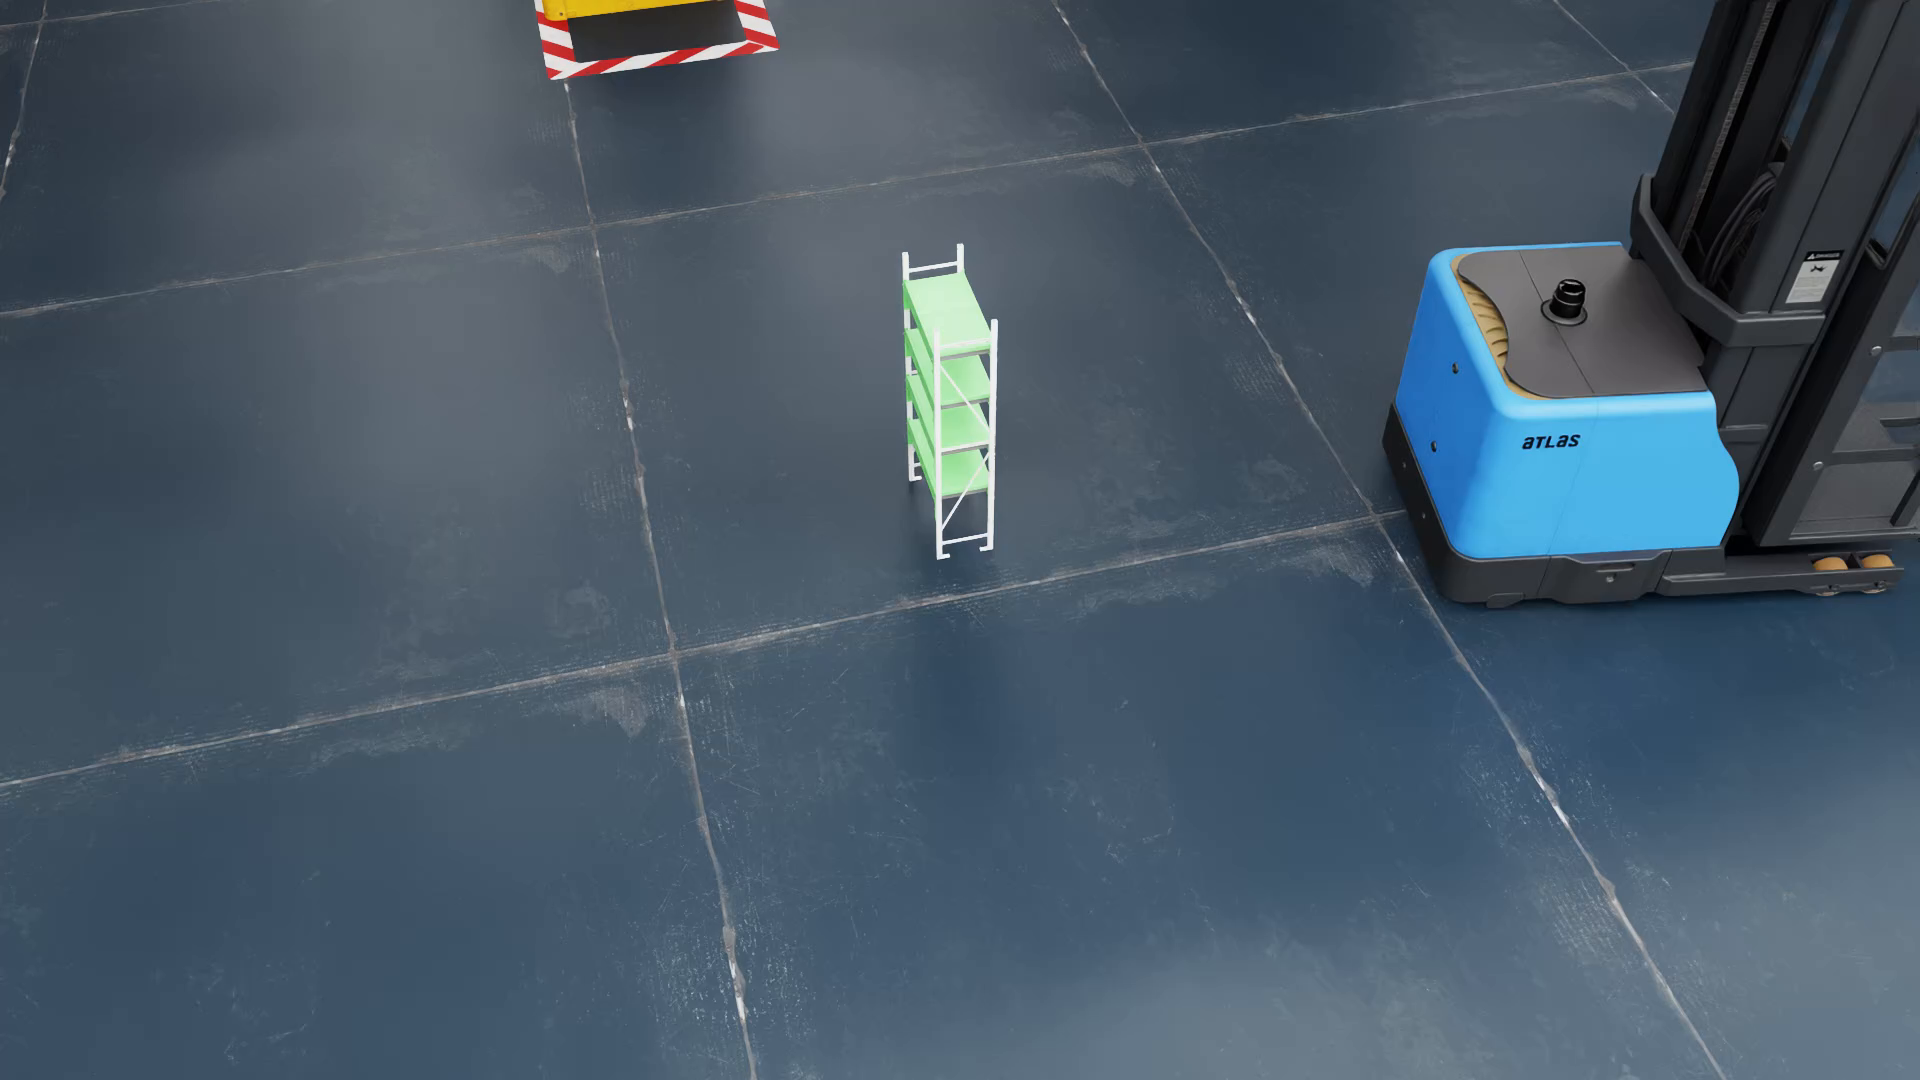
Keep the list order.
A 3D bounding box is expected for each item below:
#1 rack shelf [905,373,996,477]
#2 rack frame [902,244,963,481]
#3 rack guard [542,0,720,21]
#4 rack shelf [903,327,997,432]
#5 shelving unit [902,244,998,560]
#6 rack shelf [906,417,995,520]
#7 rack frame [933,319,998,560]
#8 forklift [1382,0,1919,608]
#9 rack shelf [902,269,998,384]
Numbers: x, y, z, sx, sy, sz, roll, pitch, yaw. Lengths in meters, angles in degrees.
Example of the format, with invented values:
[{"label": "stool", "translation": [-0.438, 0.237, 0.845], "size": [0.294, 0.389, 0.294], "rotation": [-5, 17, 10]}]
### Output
[{"label": "rack shelf", "translation": [-0.042, -0.490, 6.730], "size": [0.258, 0.148, 0.480], "rotation": [-11, 47, -10]}, {"label": "rack frame", "translation": [-0.105, -0.703, 6.849], "size": [0.240, 1.200, 0.015], "rotation": [-11, 47, -10]}, {"label": "rack guard", "translation": [-1.987, -3.538, 10.118], "size": [1.175, 0.500, 0.348], "rotation": [-11, 47, -10]}, {"label": "rack shelf", "translation": [-0.042, -0.658, 6.558], "size": [0.258, 0.148, 0.480], "rotation": [-11, 47, -10]}, {"label": "shelving unit", "translation": [-0.042, -0.534, 6.684], "size": [0.258, 1.200, 0.503], "rotation": [-11, 47, -10]}, {"label": "rack shelf", "translation": [-0.042, -0.322, 6.901], "size": [0.258, 0.148, 0.480], "rotation": [-11, 47, -10]}, {"label": "rack frame", "translation": [0.020, -0.366, 6.519], "size": [0.240, 1.200, 0.015], "rotation": [-11, 47, -10]}, {"label": "forklift", "translation": [3.399, -1.174, 6.099], "size": [3.031, 2.935, 1.130], "rotation": [-3, 46, -3]}, {"label": "rack shelf", "translation": [-0.042, -0.825, 6.387], "size": [0.258, 0.148, 0.480], "rotation": [-11, 47, -10]}]
